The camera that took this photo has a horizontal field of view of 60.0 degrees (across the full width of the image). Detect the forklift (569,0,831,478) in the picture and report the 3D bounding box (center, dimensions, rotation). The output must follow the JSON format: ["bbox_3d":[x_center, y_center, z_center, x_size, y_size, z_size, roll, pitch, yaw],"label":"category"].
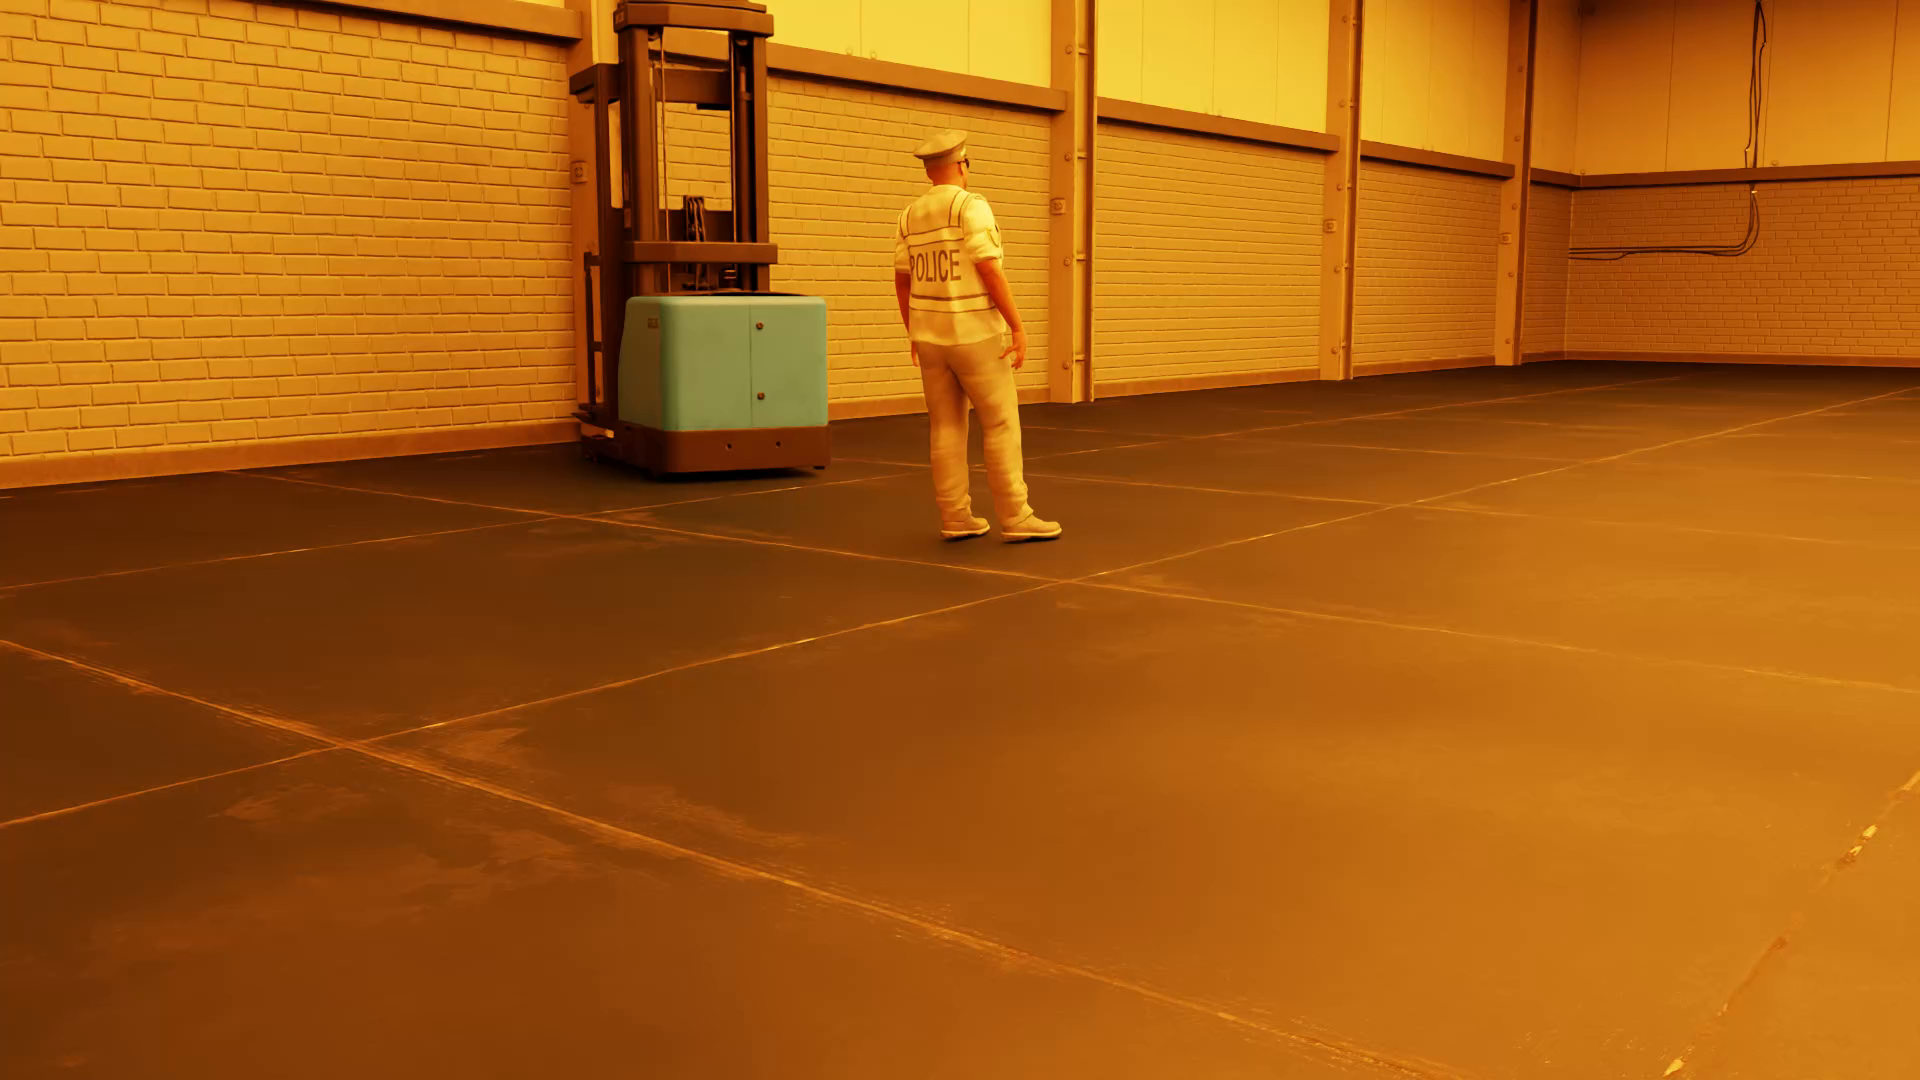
[{"bbox_3d":[-1.880,-1.988,10.869,1.130,2.935,3.031,-4,9,-26],"label":"forklift"}]

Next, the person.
[{"bbox_3d":[0.058,-0.897,7.328,0.641,1.780,0.574,7,11,38],"label":"person"}]
